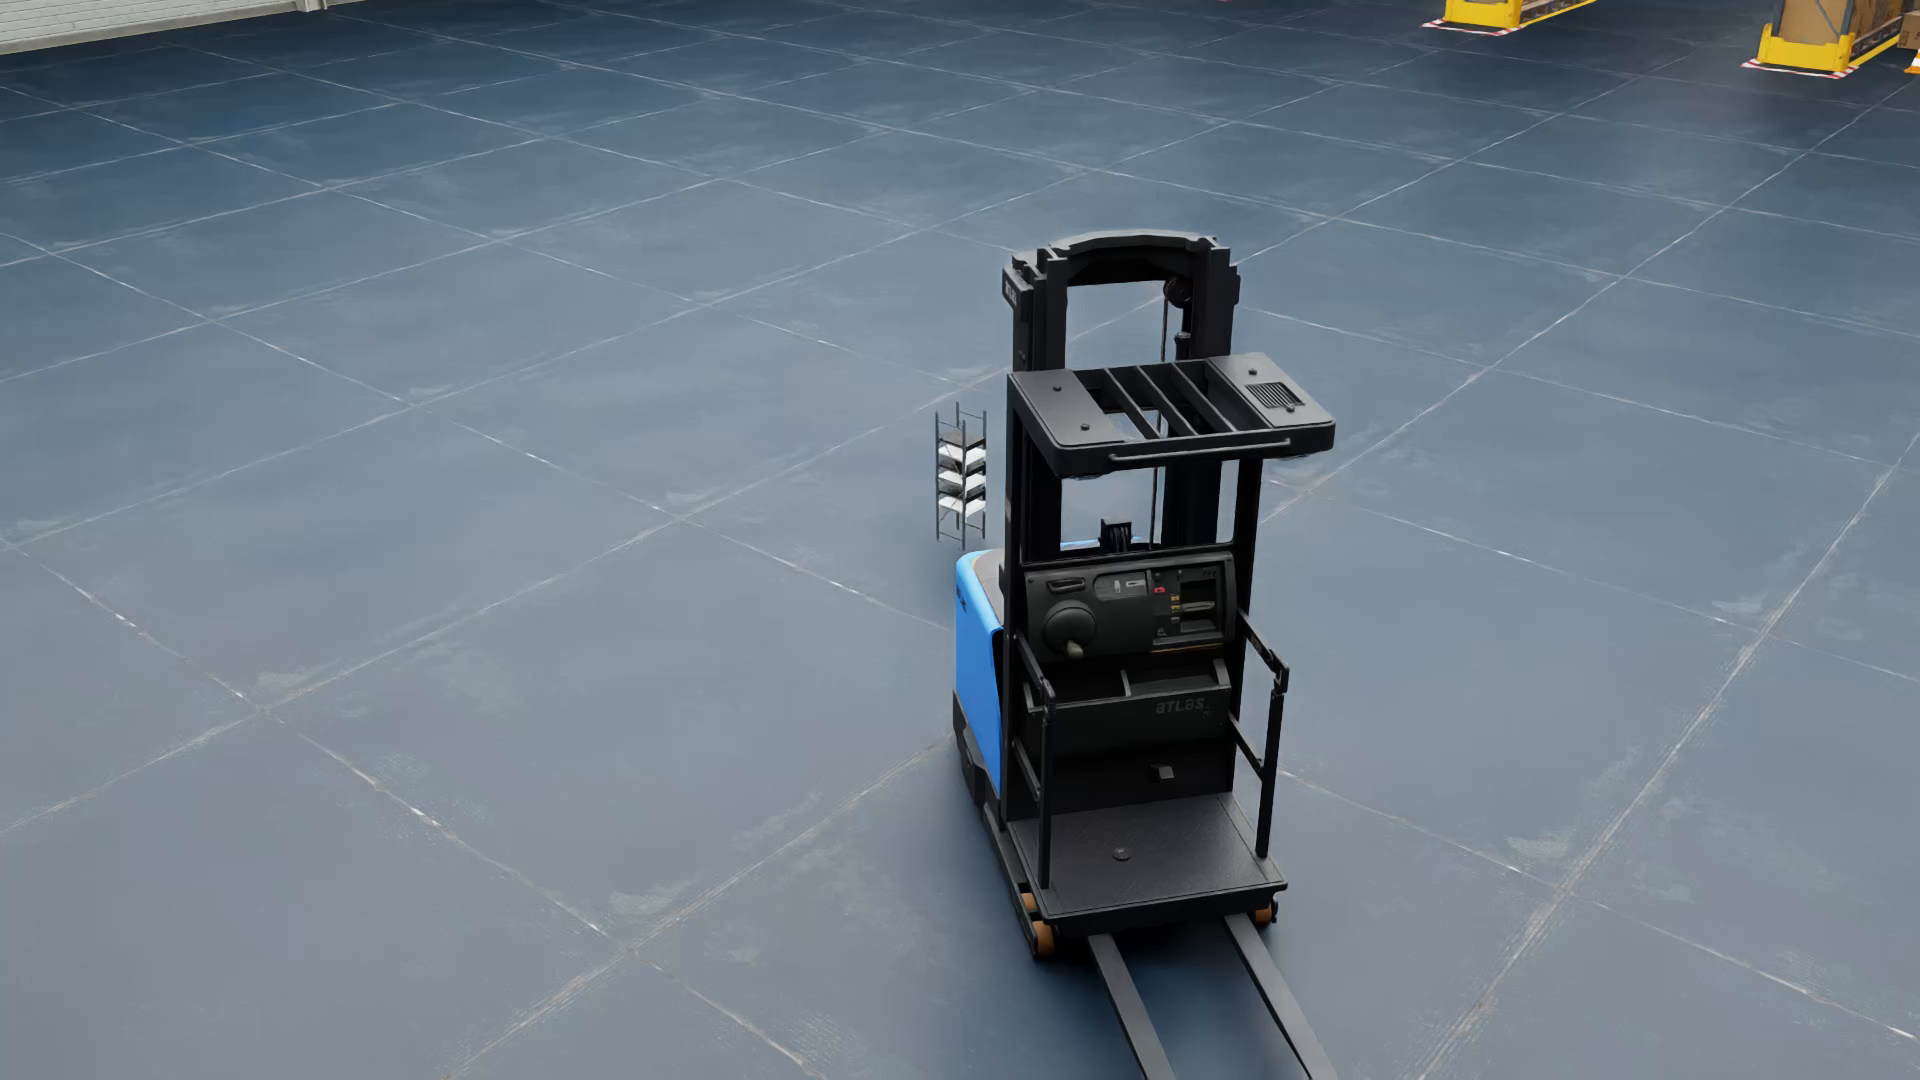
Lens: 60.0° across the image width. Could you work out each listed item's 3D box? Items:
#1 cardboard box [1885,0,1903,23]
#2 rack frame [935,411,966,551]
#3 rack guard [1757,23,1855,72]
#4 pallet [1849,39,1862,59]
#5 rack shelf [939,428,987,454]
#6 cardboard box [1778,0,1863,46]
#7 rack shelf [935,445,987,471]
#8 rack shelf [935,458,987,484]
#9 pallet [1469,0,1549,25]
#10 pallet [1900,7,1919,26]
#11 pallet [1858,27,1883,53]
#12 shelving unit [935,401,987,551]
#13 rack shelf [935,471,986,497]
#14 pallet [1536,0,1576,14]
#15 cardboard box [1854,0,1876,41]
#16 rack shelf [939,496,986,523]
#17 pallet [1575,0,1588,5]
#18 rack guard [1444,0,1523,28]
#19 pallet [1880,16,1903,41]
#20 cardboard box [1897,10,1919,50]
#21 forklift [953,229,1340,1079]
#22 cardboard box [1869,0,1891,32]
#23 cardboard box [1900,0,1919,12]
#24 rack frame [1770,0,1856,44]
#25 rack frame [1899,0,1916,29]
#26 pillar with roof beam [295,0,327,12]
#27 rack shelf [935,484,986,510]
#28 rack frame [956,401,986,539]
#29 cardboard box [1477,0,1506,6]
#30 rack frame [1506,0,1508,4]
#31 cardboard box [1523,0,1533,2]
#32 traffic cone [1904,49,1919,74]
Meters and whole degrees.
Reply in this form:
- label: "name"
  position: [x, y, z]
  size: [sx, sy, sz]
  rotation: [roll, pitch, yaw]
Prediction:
- label: "cardboard box"
  position: [14.250, -8.656, 26.073]
  size: [0.875, 0.875, 0.875]
  rotation: [21, 34, 35]
- label: "rack frame"
  position: [-0.059, -0.367, 10.479]
  size: [0.240, 0.900, 0.006]
  rotation: [21, 34, 34]
- label: "rack guard"
  position: [12.144, -7.079, 23.890]
  size: [1.175, 0.500, 0.348]
  rotation: [21, 34, 34]
- label: "pallet"
  position: [12.608, -7.265, 24.565]
  size: [1.003, 0.211, 1.213]
  rotation: [21, 34, 34]
- label: "rack shelf"
  position: [0.005, -0.613, 10.440]
  size: [0.258, 0.077, 0.200]
  rotation: [21, 34, 34]
- label: "cardboard box"
  position: [12.540, -7.700, 24.226]
  size: [0.875, 0.875, 0.875]
  rotation: [21, 34, 35]
- label: "rack shelf"
  position: [0.005, -0.533, 10.481]
  size: [0.258, 0.077, 0.200]
  rotation: [21, 34, 34]
- label: "rack shelf"
  position: [0.005, -0.453, 10.523]
  size: [0.258, 0.077, 0.200]
  rotation: [21, 34, 34]
- label: "pallet"
  position: [8.989, -8.749, 27.433]
  size: [1.003, 0.211, 1.213]
  rotation: [21, 34, 34]
- label: "pallet"
  position: [15.137, -8.673, 27.285]
  size: [1.003, 0.211, 1.213]
  rotation: [21, 34, 34]
- label: "pallet"
  position: [13.384, -7.696, 25.397]
  size: [1.003, 0.211, 1.213]
  rotation: [21, 34, 34]
- label: "shelving unit"
  position: [0.005, -0.403, 10.549]
  size: [0.258, 0.900, 0.210]
  rotation: [21, 34, 34]
- label: "rack shelf"
  position: [0.005, -0.373, 10.564]
  size: [0.258, 0.077, 0.200]
  rotation: [21, 34, 34]
- label: "pallet"
  position: [9.765, -9.180, 28.265]
  size: [1.003, 0.211, 1.213]
  rotation: [21, 34, 34]
- label: "cardboard box"
  position: [13.098, -8.013, 24.830]
  size: [0.875, 0.875, 0.875]
  rotation: [20, 34, 34]
- label: "rack shelf"
  position: [0.005, -0.213, 10.647]
  size: [0.258, 0.077, 0.200]
  rotation: [21, 34, 34]
- label: "pallet"
  position: [10.541, -9.614, 29.105]
  size: [1.003, 0.211, 1.213]
  rotation: [21, 34, 34]
- label: "rack guard"
  position: [8.445, -8.600, 26.830]
  size: [1.175, 0.500, 0.348]
  rotation: [21, 34, 34]
- label: "pallet"
  position: [14.160, -8.131, 26.237]
  size: [1.003, 0.211, 1.213]
  rotation: [21, 34, 34]
- label: "cardboard box"
  position: [14.508, -7.656, 25.003]
  size: [0.500, 0.500, 0.500]
  rotation: [-21, 34, -35]
- label: "forklift"
  position: [0.781, 0.327, 6.928]
  size: [1.130, 2.935, 3.031]
  rotation: [-6, 28, -11]
- label: "cardboard box"
  position: [13.680, -8.335, 25.454]
  size: [0.875, 0.875, 0.875]
  rotation: [21, 34, 35]
- label: "cardboard box"
  position: [15.029, -9.050, 26.970]
  size: [1.050, 0.750, 0.750]
  rotation: [21, 34, 34]
- label: "rack frame"
  position: [12.160, -8.198, 23.332]
  size: [1.000, 3.000, 0.127]
  rotation: [21, 34, 34]
- label: "rack frame"
  position: [14.704, -9.616, 26.073]
  size: [1.000, 3.000, 0.127]
  rotation: [21, 34, 34]
- label: "pillar with roof beam"
  position: [-7.603, -11.679, 23.532]
  size: [9.100, 9.000, 0.400]
  rotation: [21, 34, 34]
- label: "rack shelf"
  position: [0.005, -0.293, 10.605]
  size: [0.258, 0.077, 0.200]
  rotation: [21, 34, 34]
- label: "rack frame"
  position: [0.070, -0.439, 10.618]
  size: [0.240, 0.900, 0.006]
  rotation: [21, 34, 34]
- label: "cardboard box"
  position: [8.807, -8.976, 27.100]
  size: [0.500, 0.500, 0.500]
  rotation: [-21, 34, -35]
- label: "rack frame"
  position: [8.397, -9.683, 26.203]
  size: [1.000, 3.000, 0.127]
  rotation: [21, 34, 34]
- label: "cardboard box"
  position: [9.161, -9.198, 27.529]
  size: [0.500, 0.500, 0.500]
  rotation: [-18, 32, -31]
- label: "traffic cone"
  position: [13.593, -6.844, 23.476]
  size: [0.336, 0.463, 0.334]
  rotation: [21, 34, 34]
